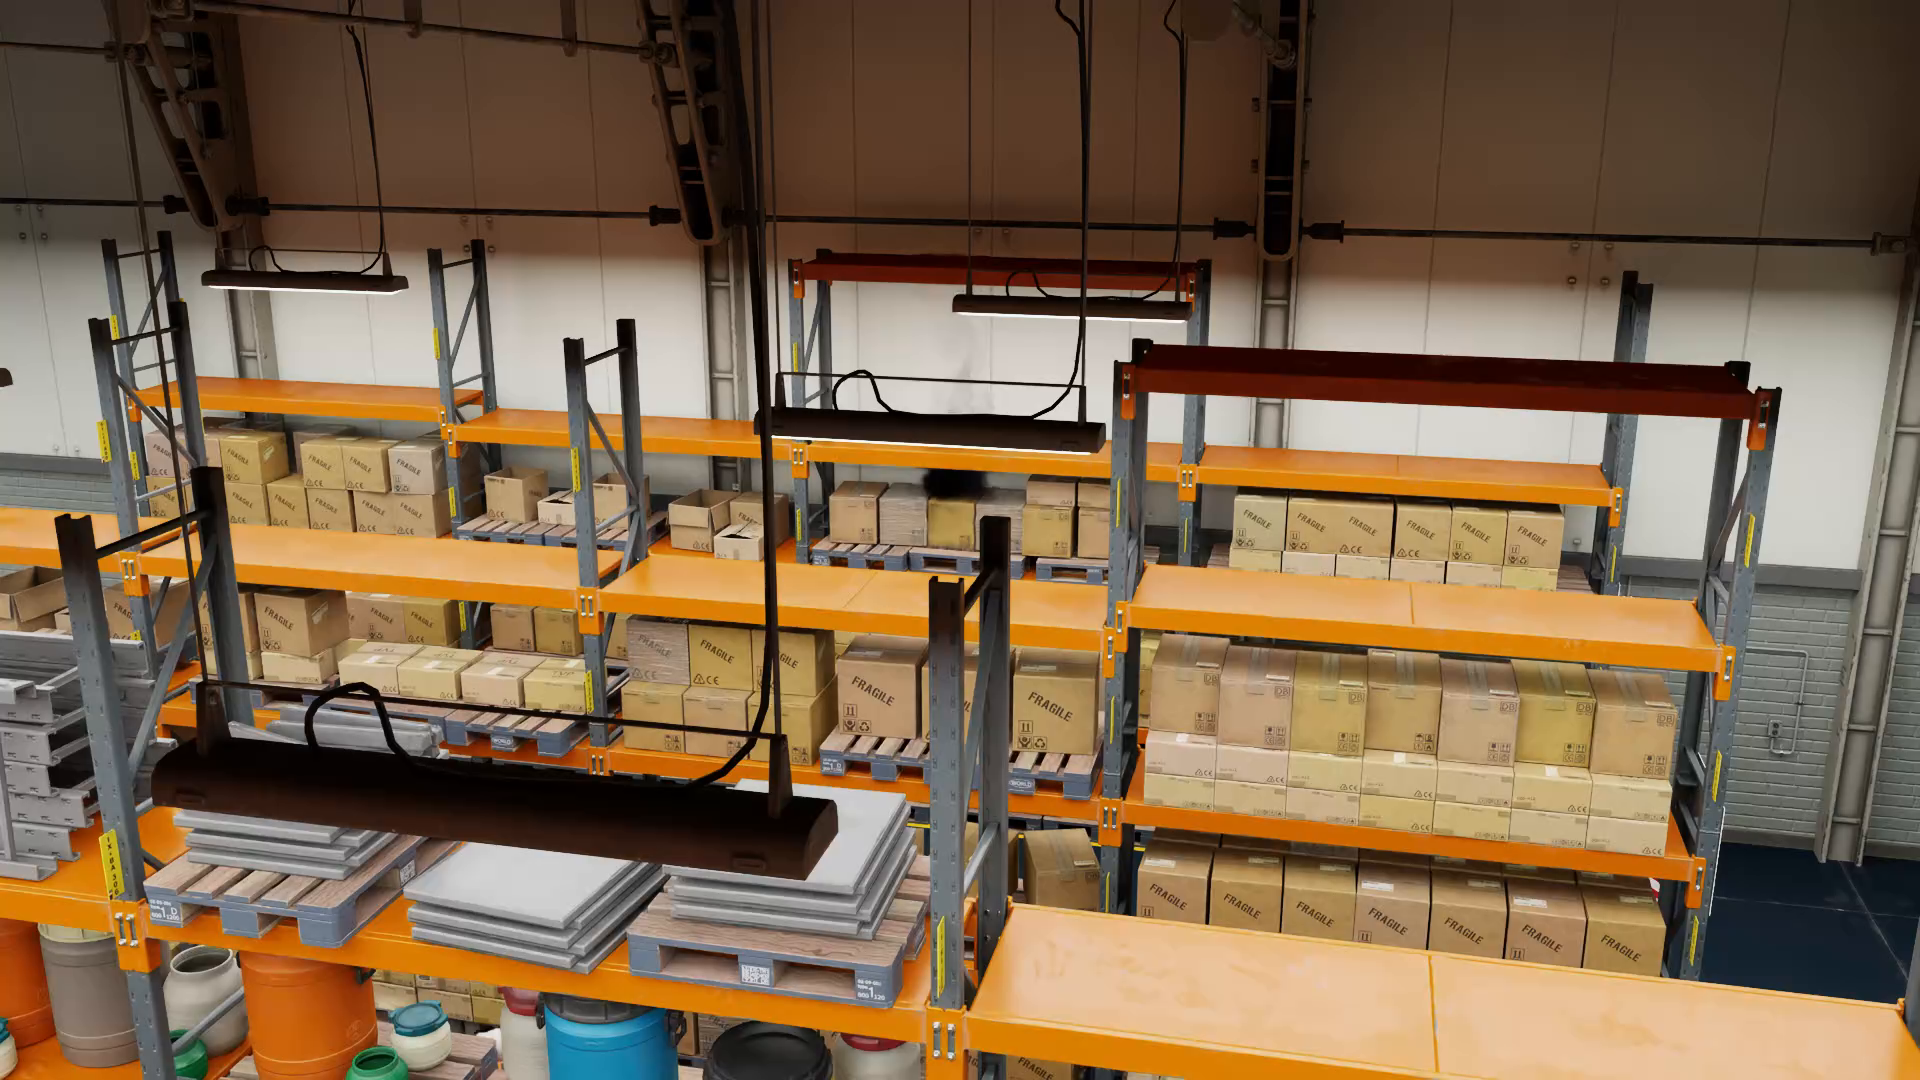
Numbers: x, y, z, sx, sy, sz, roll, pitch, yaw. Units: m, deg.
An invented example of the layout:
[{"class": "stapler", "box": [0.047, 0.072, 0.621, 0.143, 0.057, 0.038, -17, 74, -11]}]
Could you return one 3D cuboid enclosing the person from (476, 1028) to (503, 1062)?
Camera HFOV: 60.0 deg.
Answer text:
[{"class": "person", "box": [-3.000, 4.114, 11.185, 0.952, 1.831, 0.692, 3, 17, 10]}]
